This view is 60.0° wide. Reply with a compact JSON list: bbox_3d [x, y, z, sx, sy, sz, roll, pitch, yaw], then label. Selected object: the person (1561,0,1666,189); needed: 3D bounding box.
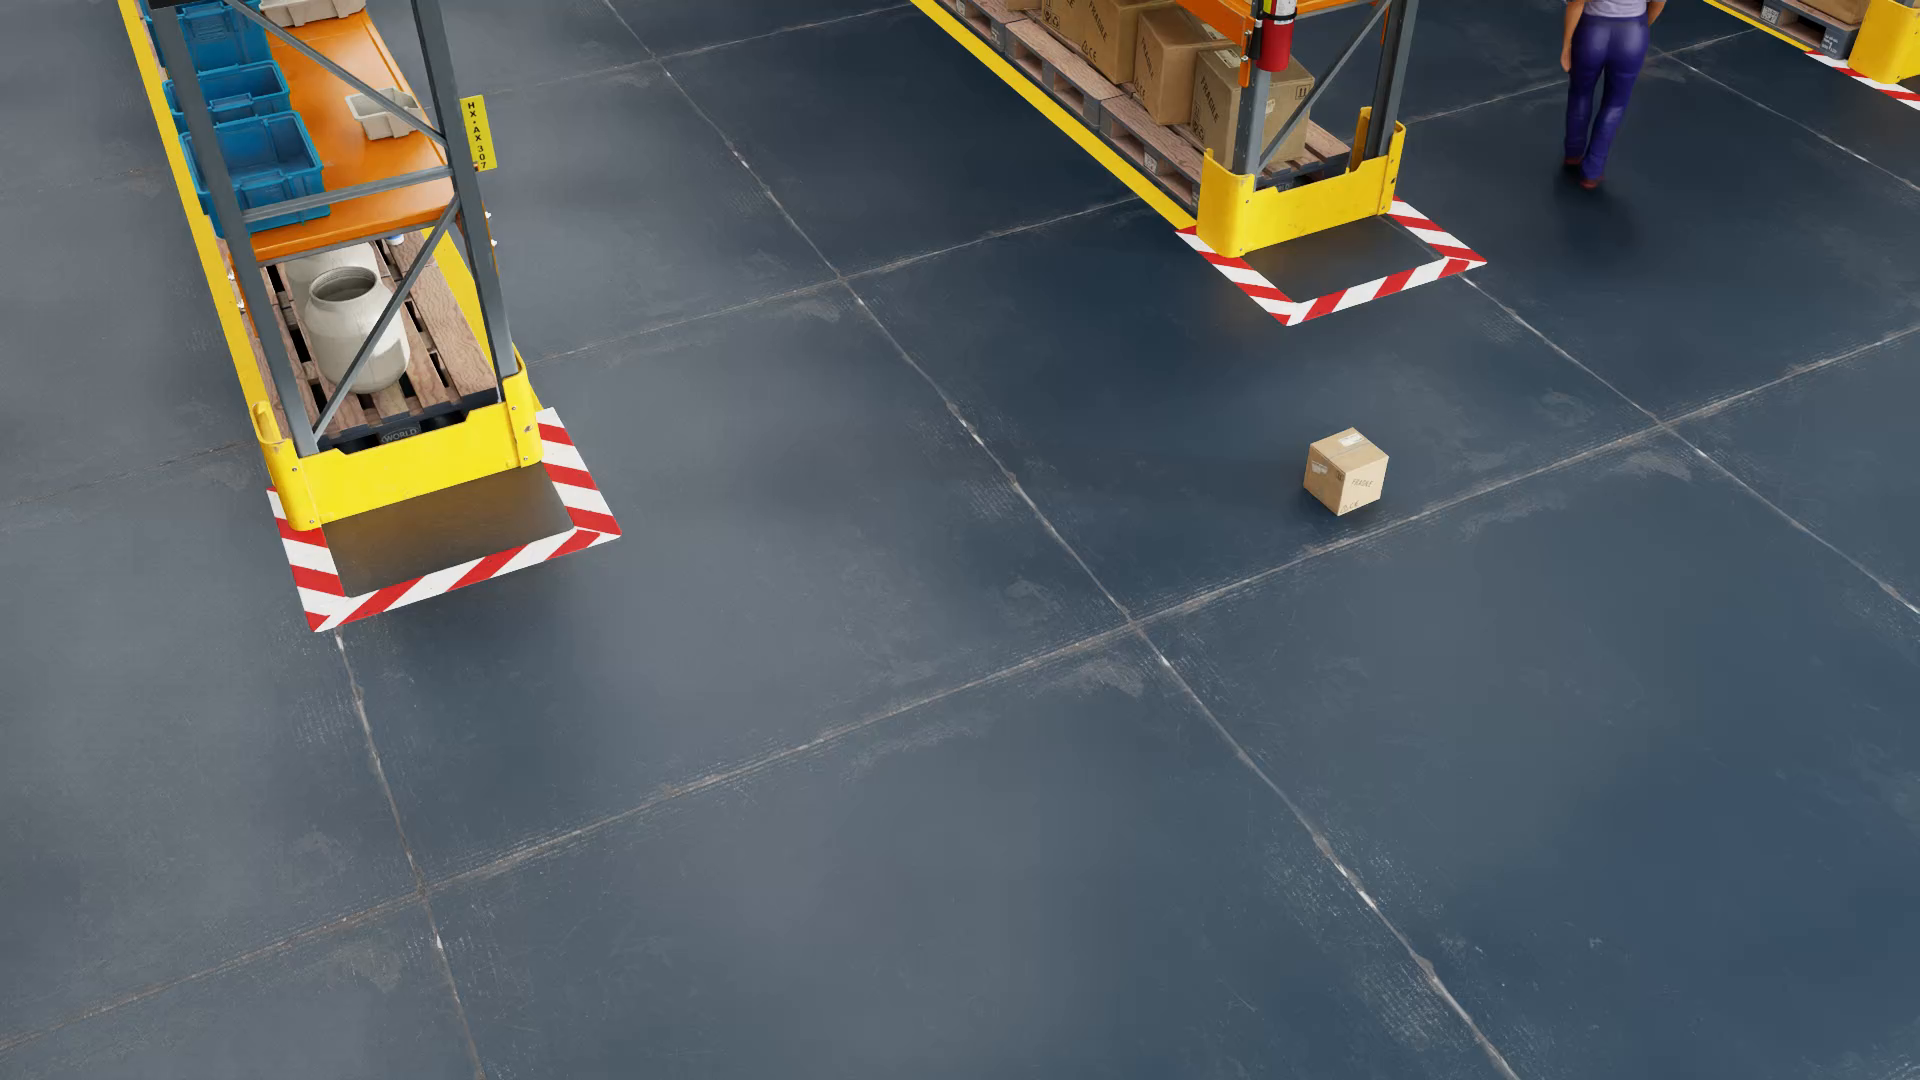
[{"bbox_3d":[3.625,-2.806,9.340,0.503,1.678,0.556,14,43,15],"label":"person"}]
